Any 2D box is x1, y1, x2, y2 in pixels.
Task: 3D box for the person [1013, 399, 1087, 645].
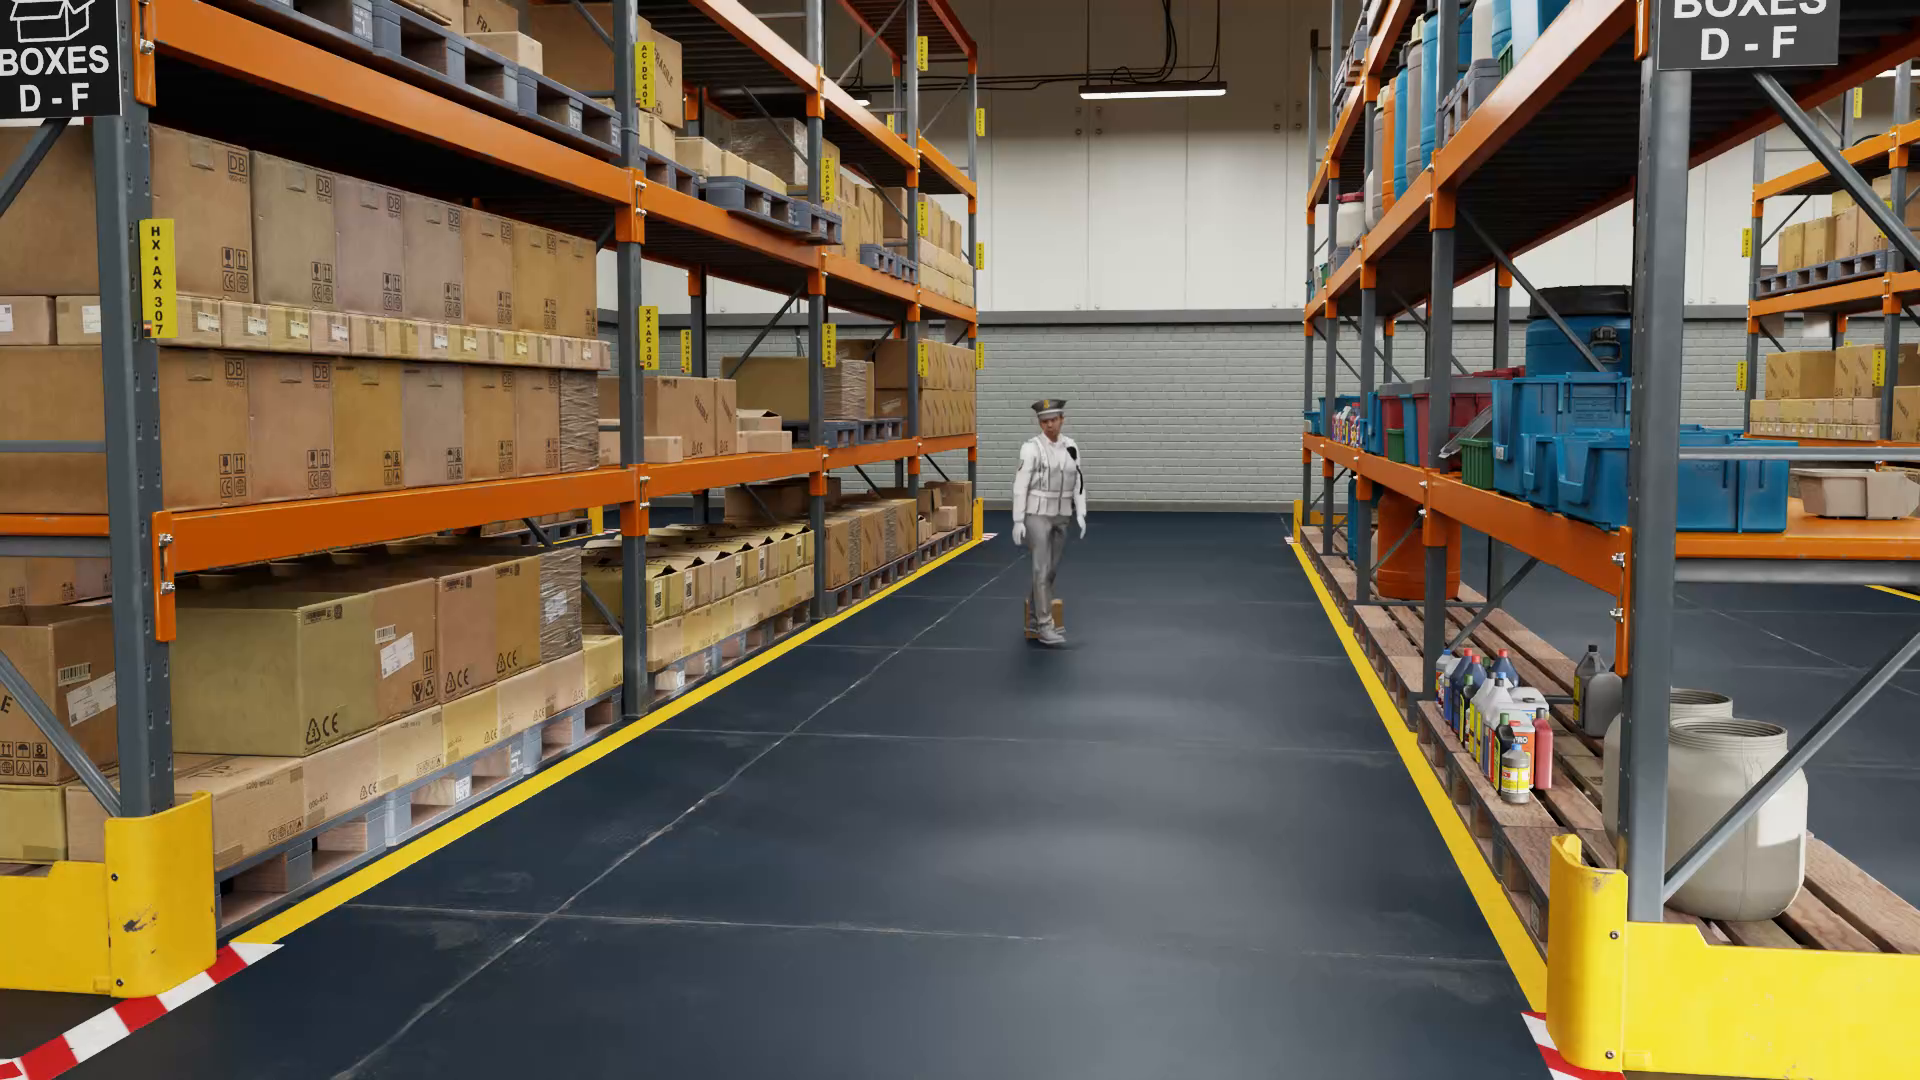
[{"bbox_3d":[0.608,-0.136,11.360,0.526,1.649,0.647,-3,6,-35],"label":"person"}]
